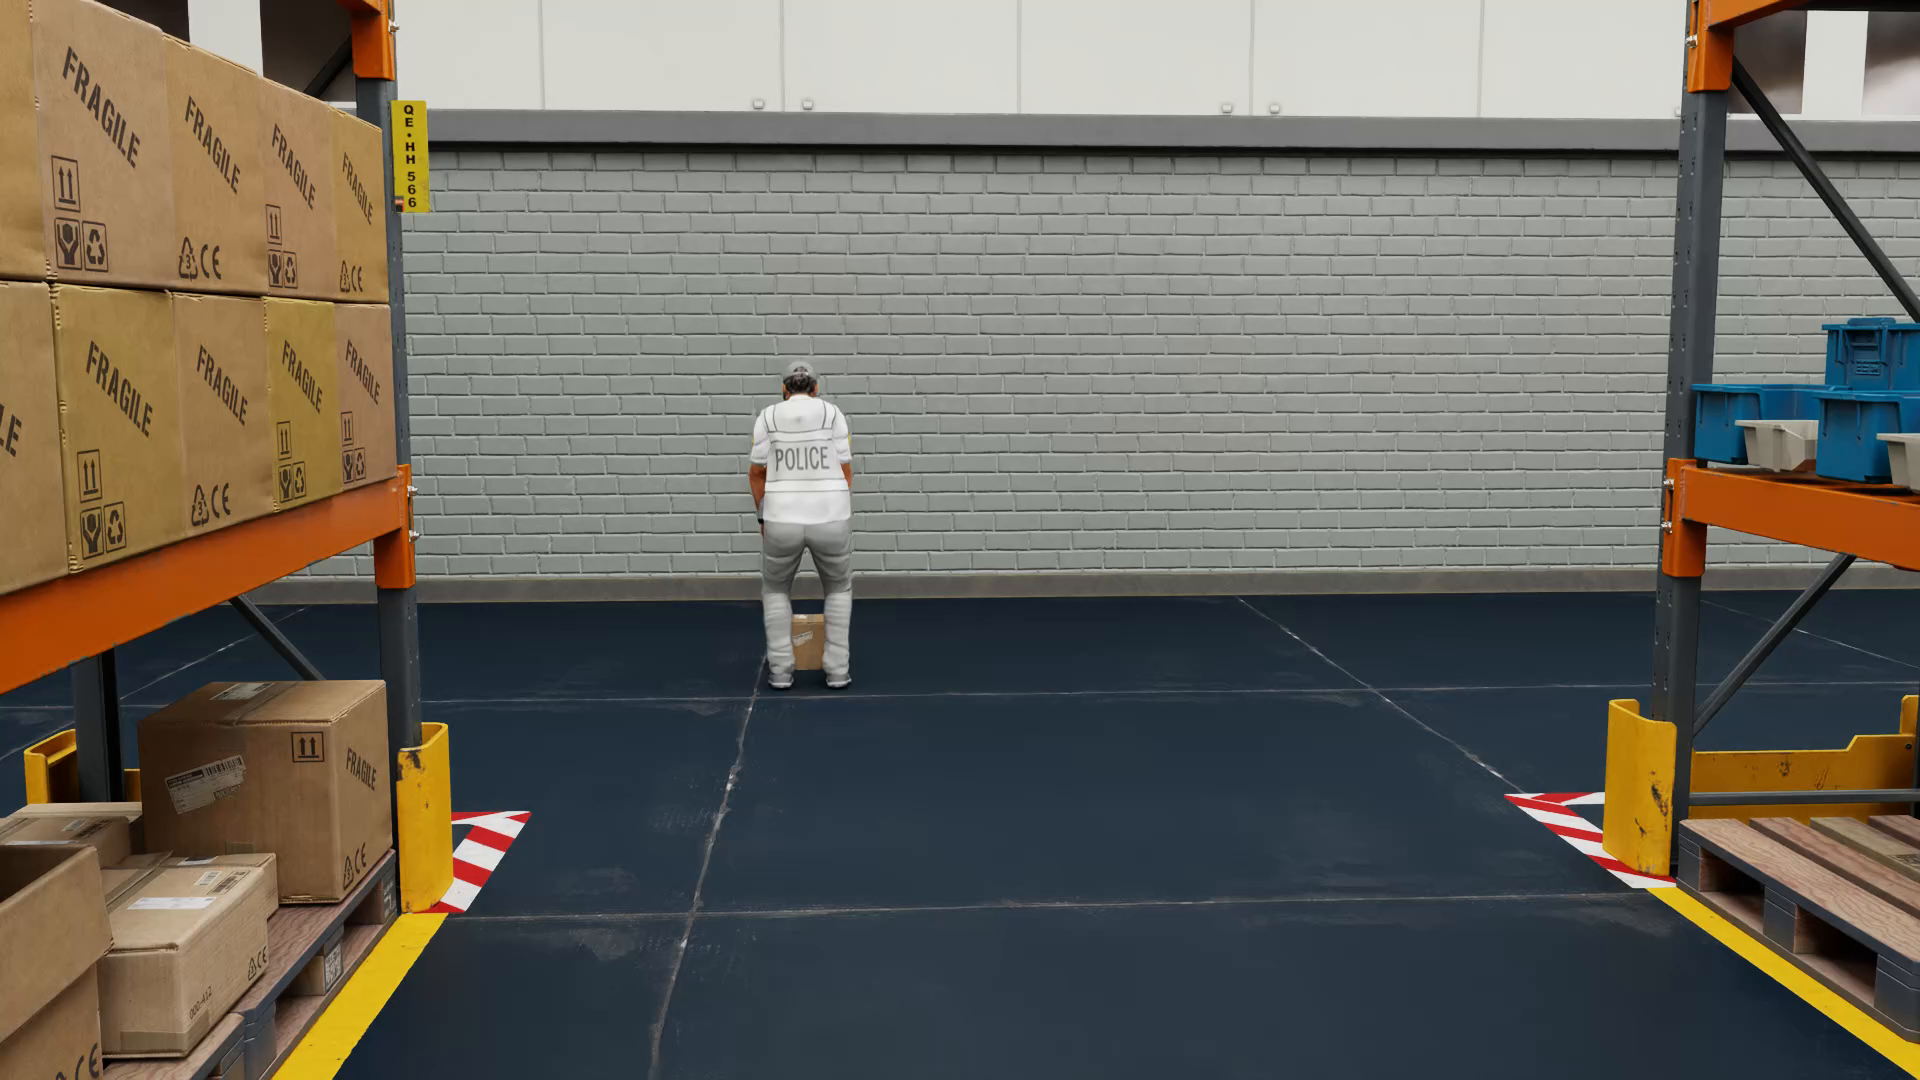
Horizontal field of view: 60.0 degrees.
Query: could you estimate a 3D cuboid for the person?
[{"bbox_3d":[-0.778,-0.070,8.146,0.504,1.600,0.513,0,7,-2],"label":"person"}]
